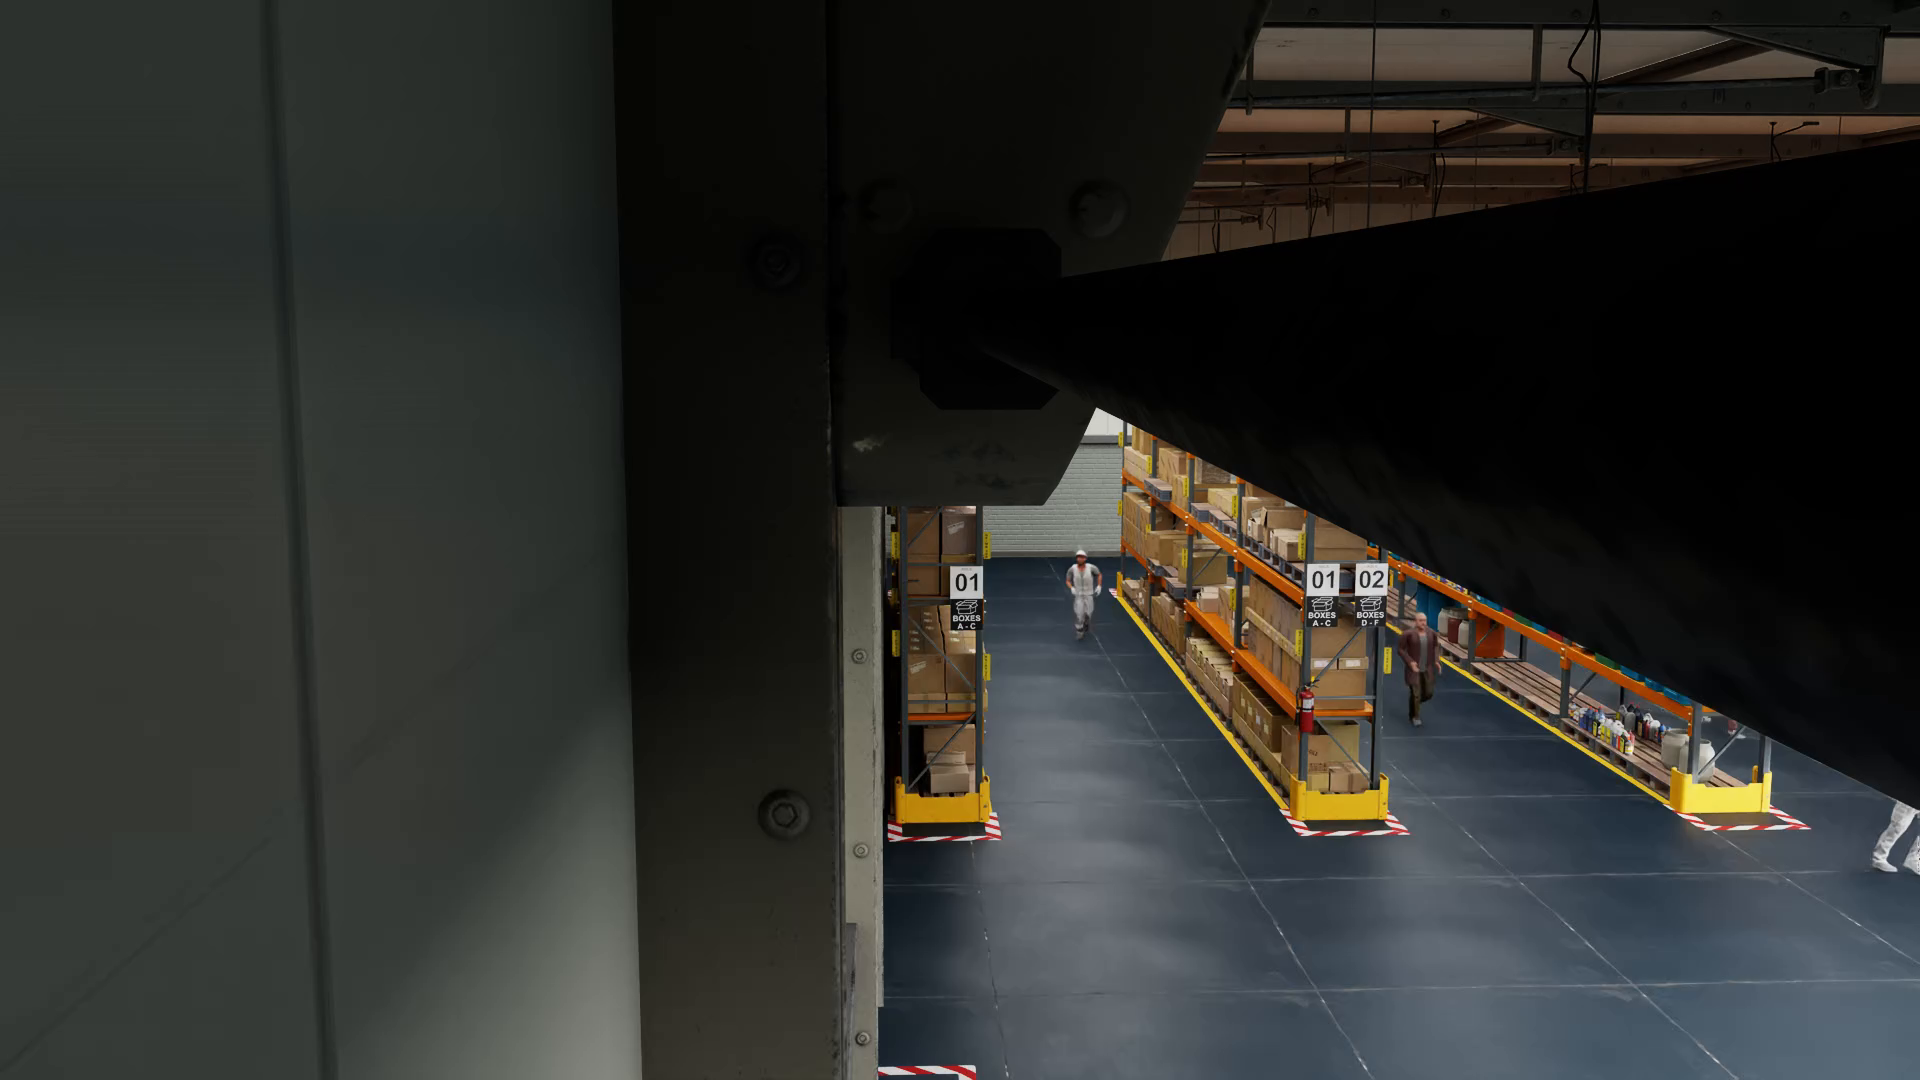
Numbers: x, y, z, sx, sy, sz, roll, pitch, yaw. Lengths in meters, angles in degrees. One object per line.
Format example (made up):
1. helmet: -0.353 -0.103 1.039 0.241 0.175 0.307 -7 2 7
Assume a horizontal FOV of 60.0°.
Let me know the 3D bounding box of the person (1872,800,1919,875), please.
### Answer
1. person: 10.721 2.888 18.611 0.674 1.706 0.671 -6 10 -37

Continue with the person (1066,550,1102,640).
1. person: 2.339 1.055 31.479 0.684 1.735 0.656 1 8 6

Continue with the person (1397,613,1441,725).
1. person: 6.963 1.945 25.246 0.701 1.724 0.662 -1 8 -10

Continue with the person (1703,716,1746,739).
1. person: 11.371 2.050 24.727 0.542 1.663 0.933 -3 9 -22
